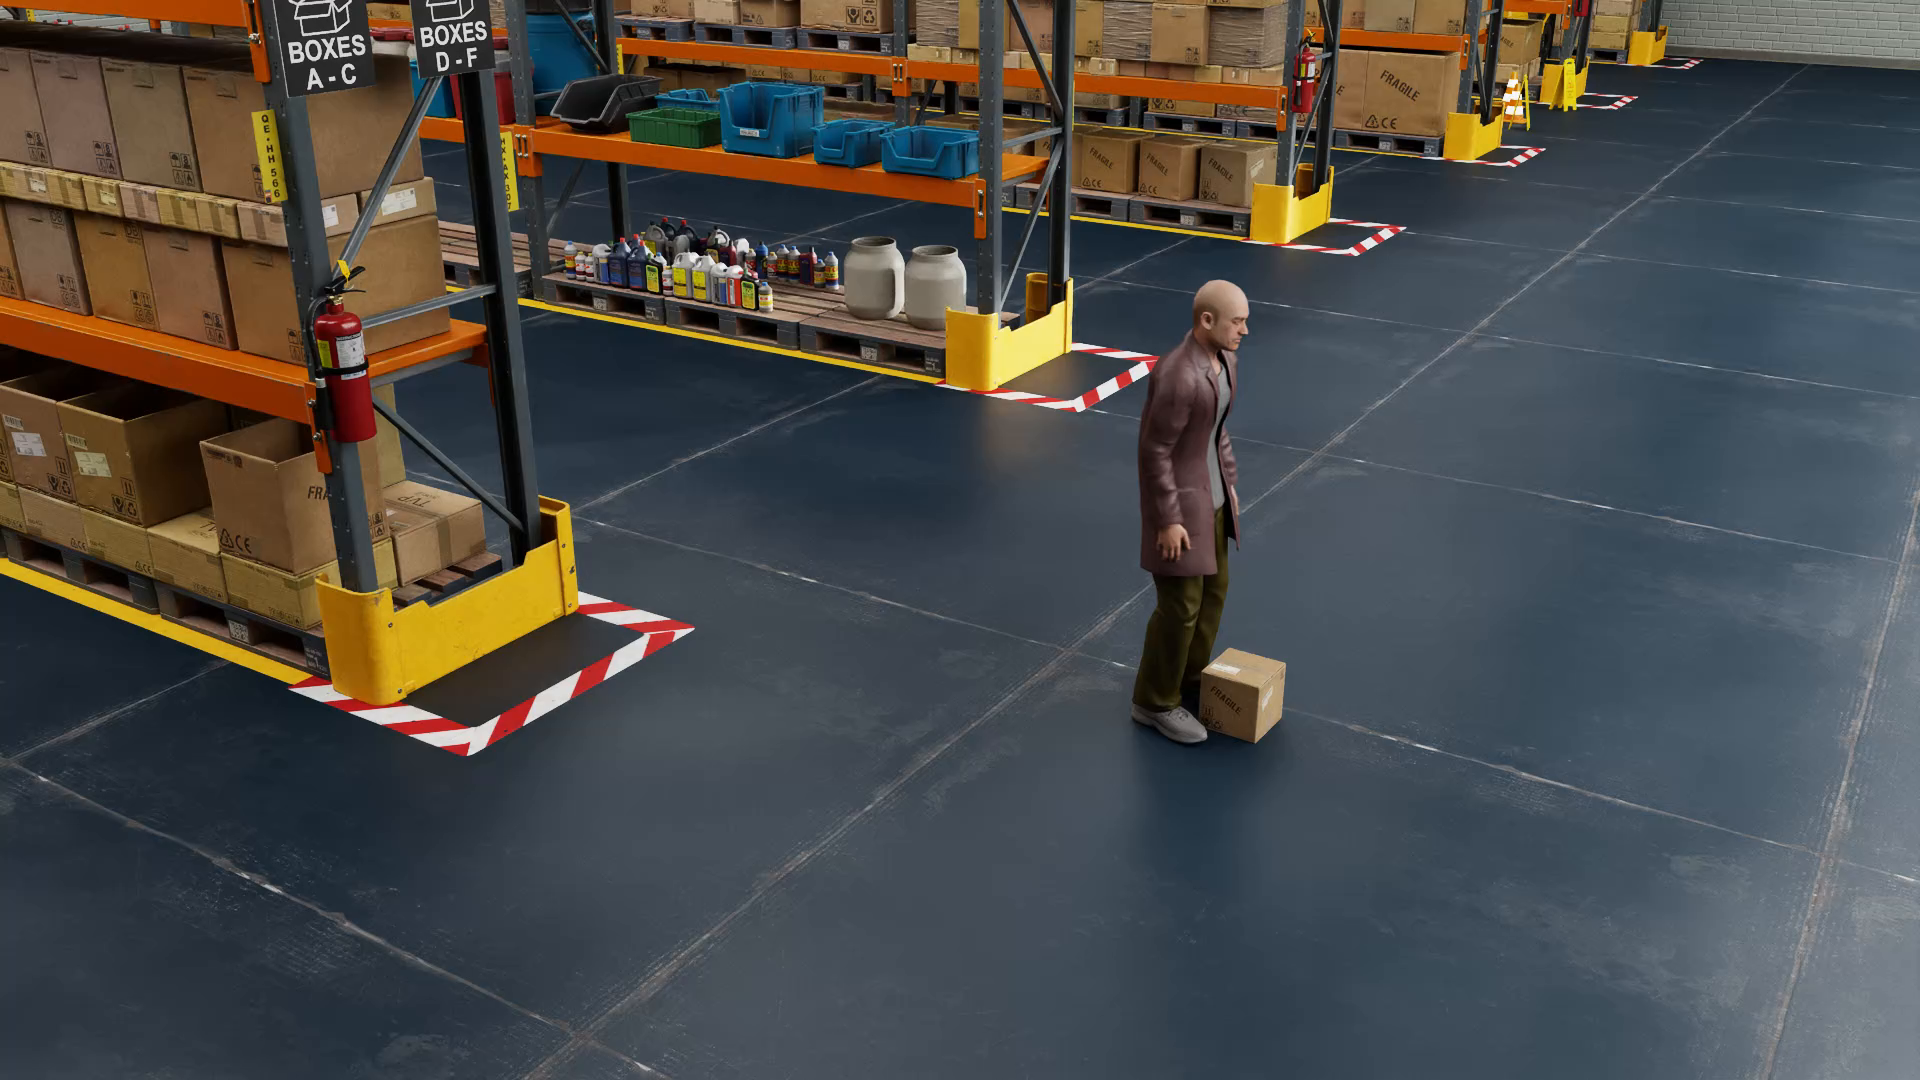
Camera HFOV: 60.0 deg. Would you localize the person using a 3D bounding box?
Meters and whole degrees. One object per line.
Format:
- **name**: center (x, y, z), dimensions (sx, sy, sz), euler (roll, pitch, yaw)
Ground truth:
- **person**: center (0.904, -0.133, 6.430), dimensions (0.428, 1.773, 0.643), euler (14, 26, 29)
